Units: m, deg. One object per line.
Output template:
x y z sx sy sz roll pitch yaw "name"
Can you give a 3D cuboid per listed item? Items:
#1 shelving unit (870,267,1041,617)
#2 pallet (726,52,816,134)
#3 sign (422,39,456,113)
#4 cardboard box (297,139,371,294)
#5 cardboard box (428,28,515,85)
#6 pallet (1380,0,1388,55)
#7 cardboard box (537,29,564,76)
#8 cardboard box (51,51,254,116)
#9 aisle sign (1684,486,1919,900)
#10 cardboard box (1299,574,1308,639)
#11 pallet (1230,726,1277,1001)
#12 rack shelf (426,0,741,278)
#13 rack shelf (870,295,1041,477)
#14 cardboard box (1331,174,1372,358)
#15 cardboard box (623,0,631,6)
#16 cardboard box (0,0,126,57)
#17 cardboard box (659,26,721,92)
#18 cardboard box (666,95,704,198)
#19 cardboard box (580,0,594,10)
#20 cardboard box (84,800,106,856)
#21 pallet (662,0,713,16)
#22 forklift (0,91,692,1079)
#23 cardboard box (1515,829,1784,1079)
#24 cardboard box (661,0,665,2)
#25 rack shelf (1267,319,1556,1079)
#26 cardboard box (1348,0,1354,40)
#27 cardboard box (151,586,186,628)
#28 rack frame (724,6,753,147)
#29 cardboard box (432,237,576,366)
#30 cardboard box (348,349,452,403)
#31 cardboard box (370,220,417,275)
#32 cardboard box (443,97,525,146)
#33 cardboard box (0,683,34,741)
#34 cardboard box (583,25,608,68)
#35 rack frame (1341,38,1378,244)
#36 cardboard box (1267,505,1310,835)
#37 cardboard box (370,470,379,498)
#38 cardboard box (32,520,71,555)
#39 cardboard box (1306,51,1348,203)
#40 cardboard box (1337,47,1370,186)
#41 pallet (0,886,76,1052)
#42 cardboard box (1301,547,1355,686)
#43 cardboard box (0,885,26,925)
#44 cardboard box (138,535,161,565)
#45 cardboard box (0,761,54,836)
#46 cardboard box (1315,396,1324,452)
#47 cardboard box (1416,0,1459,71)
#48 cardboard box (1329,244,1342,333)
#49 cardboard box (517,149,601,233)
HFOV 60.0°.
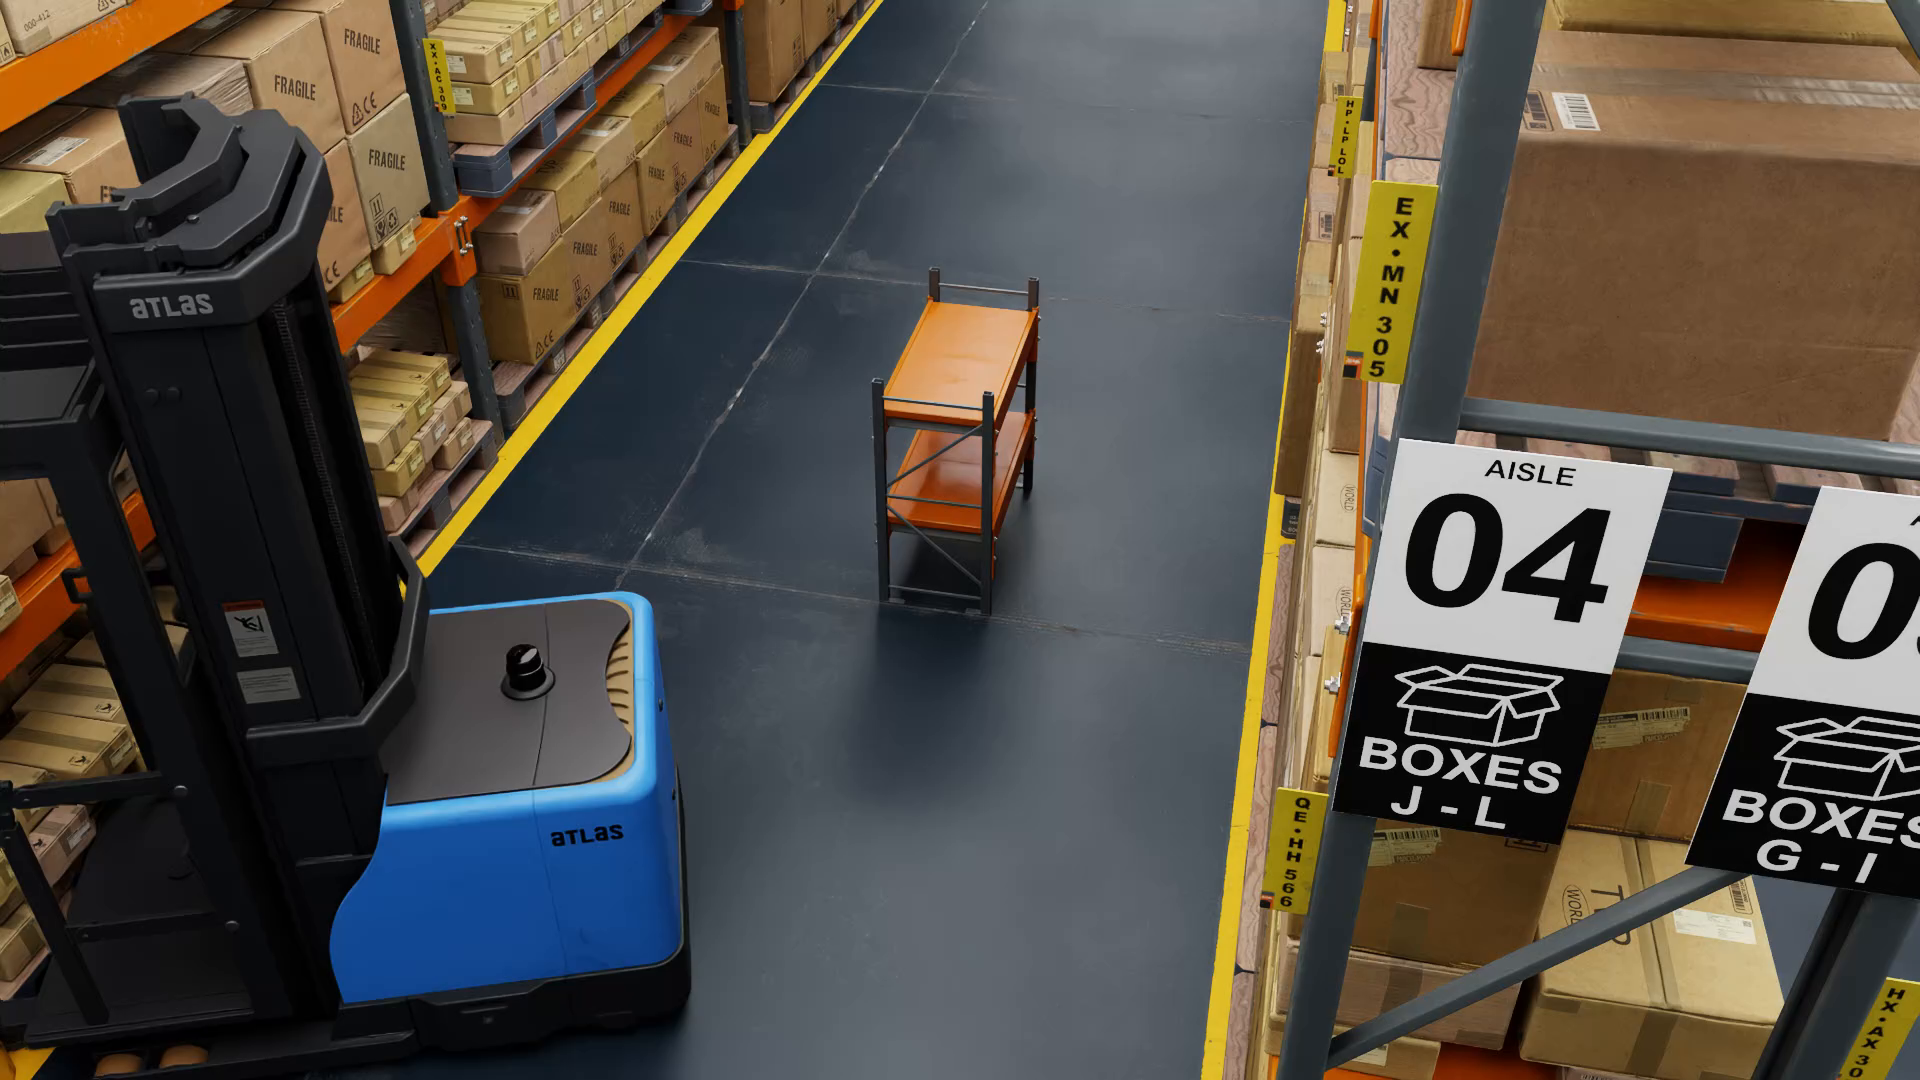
-0.001 -0.452 7.415 0.538 1.125 1.048 7 37 10 "shelving unit"
-1.706 -3.340 12.179 1.003 0.211 1.213 7 37 10 "pallet"
-2.271 -2.020 7.244 0.100 0.325 0.005 7 37 10 "sign"
-2.742 -1.284 6.627 0.500 0.500 0.500 6 36 9 "cardboard box"
-2.269 -2.211 7.594 0.380 0.149 0.250 9 37 12 "cardboard box"
1.836 -1.765 5.148 1.003 0.211 1.213 7 37 10 "pallet"
-2.161 -2.387 8.090 0.380 0.149 0.250 8 37 11 "cardboard box"
-2.867 -1.407 5.945 0.500 0.500 0.500 8 37 11 "cardboard box"
1.445 0.266 2.612 0.394 0.787 0.004 7 37 10 "aisle sign"
1.248 0.219 5.105 0.380 0.149 0.250 8 37 11 "cardboard box"
1.524 1.203 5.910 1.003 0.211 1.213 7 37 10 "pallet"
-2.376 -2.589 9.379 1.077 0.370 4.000 7 37 10 "rack shelf"
-0.001 -0.689 7.243 0.538 0.278 1.000 7 37 10 "rack shelf"
1.556 -0.893 5.662 0.500 0.500 0.500 7 37 10 "cardboard box"
-1.937 -2.987 8.918 0.380 0.149 0.250 7 36 9 "cardboard box"
-2.977 -1.712 5.128 0.500 0.250 0.500 7 37 10 "cardboard box"
-1.838 -3.063 10.554 0.500 0.250 0.500 6 36 9 "cardboard box"
-1.948 -2.477 10.384 0.500 0.500 0.500 9 37 12 "cardboard box"
-2.049 -2.808 8.417 0.380 0.149 0.250 7 37 10 "cardboard box"
-3.210 0.980 5.913 0.380 0.149 0.250 8 37 10 "cardboard box"
-1.996 -3.527 10.224 1.213 0.211 1.003 7 37 10 "pallet"
-2.463 0.267 4.884 3.031 2.935 1.130 -6 36 -8 "forklift"
1.533 0.938 3.774 0.500 0.250 0.500 6 36 9 "cardboard box"
-1.827 -3.168 9.421 0.380 0.149 0.250 6 36 8 "cardboard box"
1.594 0.384 5.277 1.077 0.370 4.000 7 37 10 "rack shelf"
2.506 -3.143 9.445 0.500 0.500 0.500 8 37 11 "cardboard box"
-2.951 0.288 6.361 0.380 0.149 0.250 8 37 11 "cardboard box"
-1.948 -4.027 10.750 1.000 3.000 0.127 7 37 10 "rack frame"
-2.386 -1.282 8.735 0.500 0.500 0.500 9 37 12 "cardboard box"
-2.624 -0.753 7.798 0.380 0.149 0.250 8 37 11 "cardboard box"
-2.584 -1.277 7.170 0.380 0.149 0.250 6 36 9 "cardboard box"
-2.269 -1.970 7.768 0.380 0.149 0.250 6 36 8 "cardboard box"
-3.556 0.646 6.121 0.380 0.149 0.250 7 37 9 "cardboard box"
-2.050 -2.562 8.585 0.380 0.149 0.250 6 36 8 "cardboard box"
2.021 -1.054 6.648 1.000 3.000 0.127 7 37 10 "rack frame"
1.610 0.521 5.928 0.875 0.875 0.875 7 37 10 "cardboard box"
-2.794 -0.205 7.295 0.380 0.149 0.250 8 37 10 "cardboard box"
-3.141 -0.100 5.546 0.380 0.149 0.250 7 37 10 "cardboard box"
2.708 -2.264 9.770 1.225 0.875 0.875 6 36 8 "cardboard box"
2.072 -1.980 7.840 0.500 0.500 0.500 7 37 9 "cardboard box"
-3.433 1.184 5.937 1.003 0.211 1.213 7 37 10 "pallet"
1.228 0.286 4.674 0.500 0.250 0.500 6 36 8 "cardboard box"
-3.294 1.155 5.418 0.380 0.149 0.250 9 37 12 "cardboard box"
-3.437 0.074 6.656 0.380 0.149 0.250 7 37 10 "cardboard box"
-3.272 0.872 5.555 0.380 0.149 0.250 8 37 11 "cardboard box"
1.467 -0.371 5.921 0.380 0.149 0.250 6 36 9 "cardboard box"
1.543 -1.474 4.143 0.700 0.500 0.500 9 37 12 "cardboard box"
1.665 -0.877 6.278 0.500 0.250 0.500 7 36 9 "cardboard box"
-2.275 -1.891 8.936 0.500 0.250 0.500 8 37 11 "cardboard box"
